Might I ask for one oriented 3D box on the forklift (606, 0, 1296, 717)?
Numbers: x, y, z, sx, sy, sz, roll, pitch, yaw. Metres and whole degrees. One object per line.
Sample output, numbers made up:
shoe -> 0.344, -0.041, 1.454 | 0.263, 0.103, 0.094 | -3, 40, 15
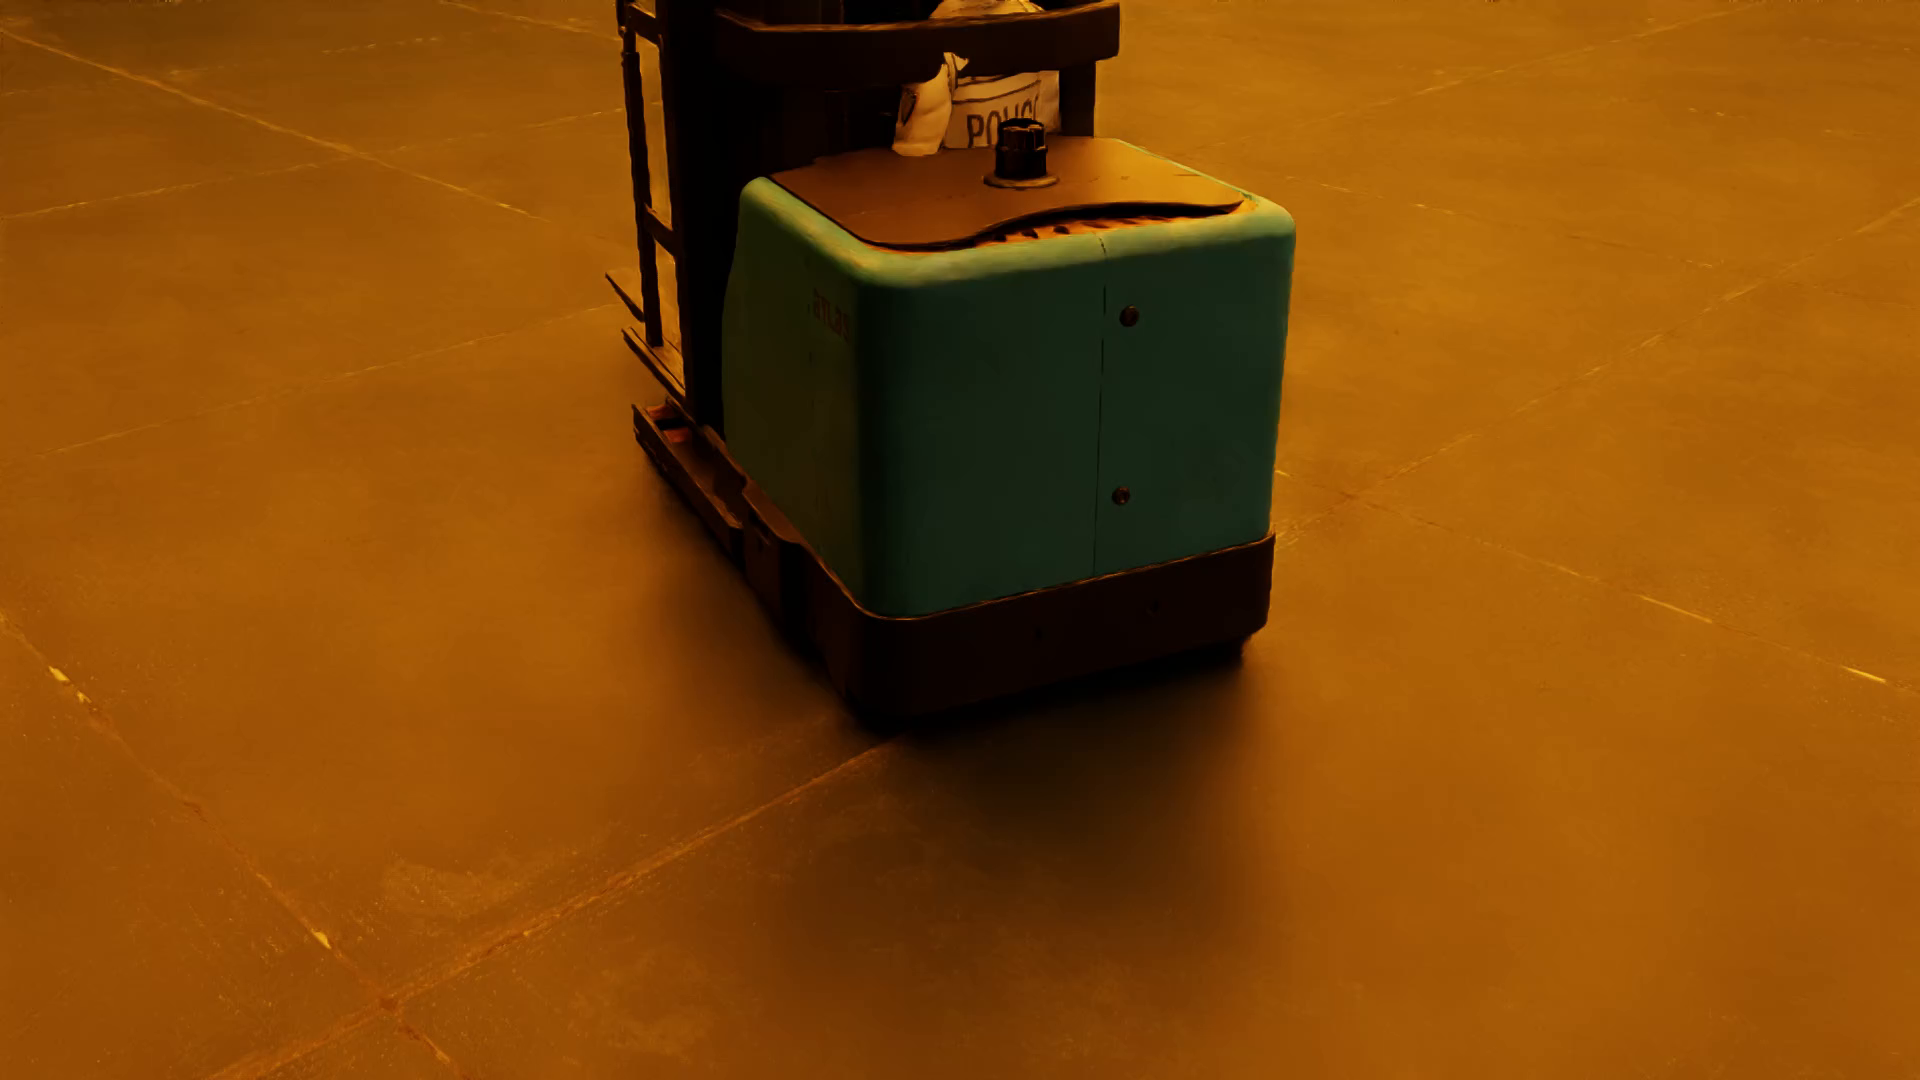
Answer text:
forklift -> -0.338, -1.555, 4.384 | 1.130, 2.935, 3.031 | -12, 28, -22

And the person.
person -> -0.036, -0.788, 4.207 | 0.586, 1.694, 0.571 | -24, 35, -39
